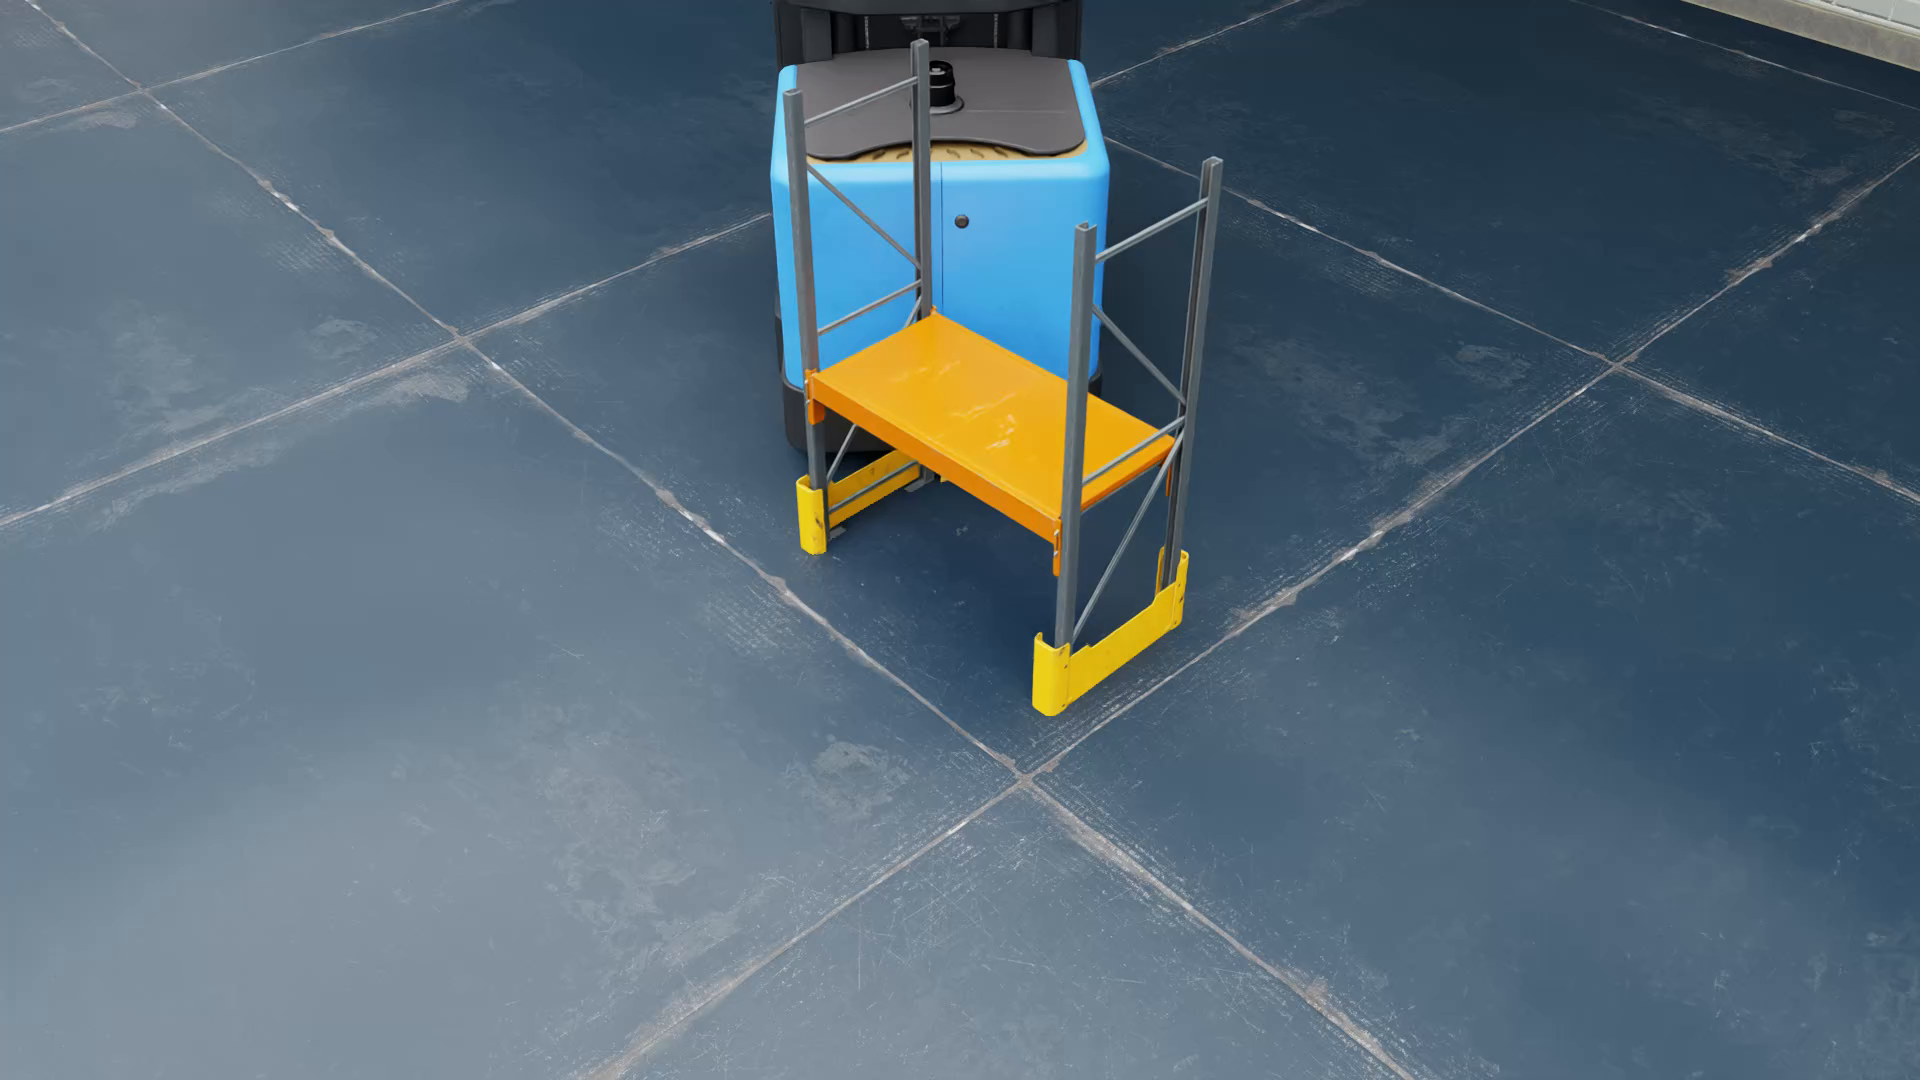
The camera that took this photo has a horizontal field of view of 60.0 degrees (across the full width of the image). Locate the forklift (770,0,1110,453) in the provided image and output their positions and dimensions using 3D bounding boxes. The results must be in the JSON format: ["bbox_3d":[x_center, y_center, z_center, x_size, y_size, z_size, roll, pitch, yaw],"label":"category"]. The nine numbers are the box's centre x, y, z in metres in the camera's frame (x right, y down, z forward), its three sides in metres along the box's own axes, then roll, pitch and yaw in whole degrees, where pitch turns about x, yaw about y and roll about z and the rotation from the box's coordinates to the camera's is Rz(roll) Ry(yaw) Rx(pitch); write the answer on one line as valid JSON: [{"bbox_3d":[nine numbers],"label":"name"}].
[{"bbox_3d":[-0.125,-2.335,5.808,1.130,2.935,3.031,-2,39,-2],"label":"forklift"}]

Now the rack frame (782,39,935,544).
[{"bbox_3d":[-0.271,-0.677,4.895,0.500,1.500,0.032,-32,49,-33],"label":"rack frame"}]

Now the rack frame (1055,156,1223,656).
[{"bbox_3d":[0.445,-0.224,4.334,0.500,1.500,0.032,-32,49,-33],"label":"rack frame"}]

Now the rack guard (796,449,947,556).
[{"bbox_3d":[-0.271,-0.190,5.287,0.587,0.250,0.087,-32,49,-33],"label":"rack guard"}]

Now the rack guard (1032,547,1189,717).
[{"bbox_3d":[0.432,0.253,4.737,0.587,0.250,0.087,-32,49,-33],"label":"rack guard"}]

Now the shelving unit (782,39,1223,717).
[{"bbox_3d":[0.081,-0.455,4.619,0.587,1.500,1.083,-32,49,-33],"label":"shelving unit"}]

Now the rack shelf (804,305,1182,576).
[{"bbox_3d":[0.087,-0.311,4.727,0.538,0.185,1.000,-32,49,-33],"label":"rack shelf"}]
